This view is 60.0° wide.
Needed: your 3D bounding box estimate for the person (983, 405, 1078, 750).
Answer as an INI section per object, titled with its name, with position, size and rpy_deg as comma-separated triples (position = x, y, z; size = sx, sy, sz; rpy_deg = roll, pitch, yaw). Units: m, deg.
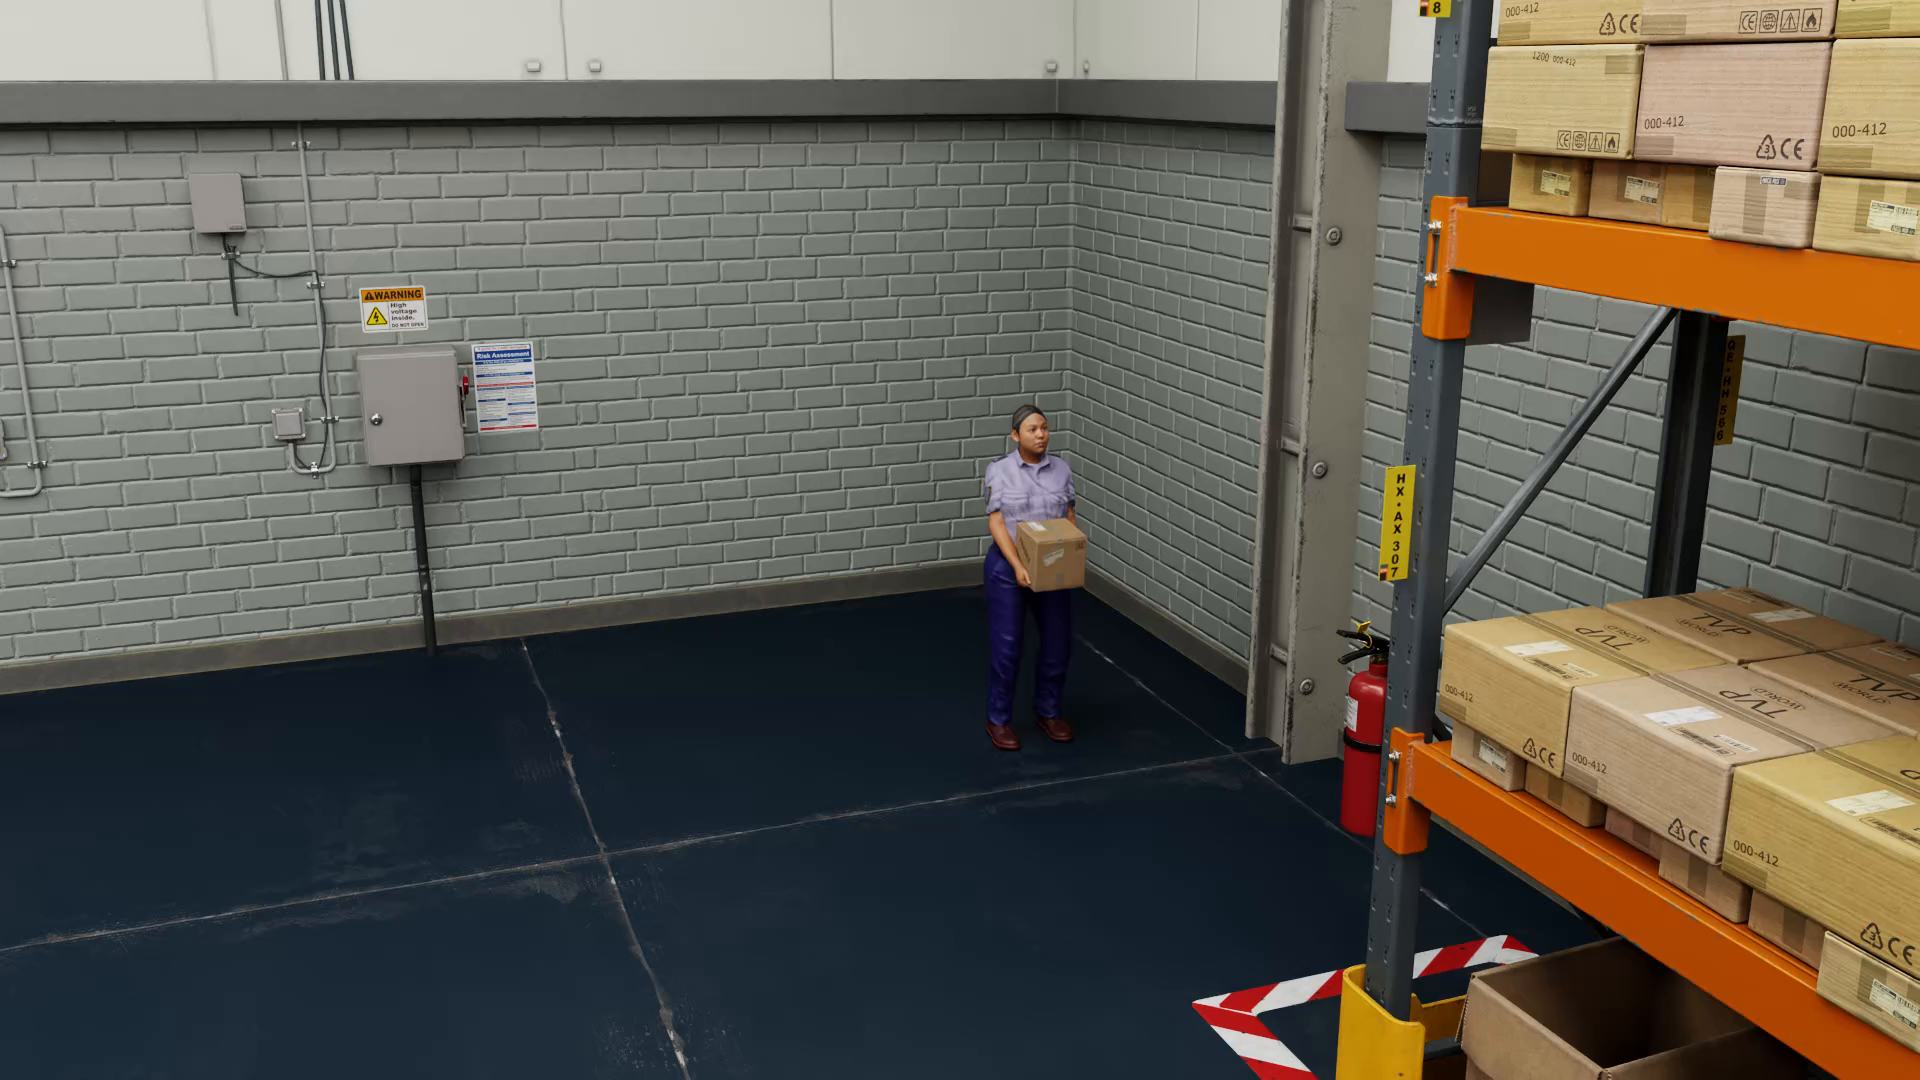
[person]
position = 0.366, 0.198, 7.894
size = 0.452, 1.622, 0.494
rpy_deg = -6, 17, -20
